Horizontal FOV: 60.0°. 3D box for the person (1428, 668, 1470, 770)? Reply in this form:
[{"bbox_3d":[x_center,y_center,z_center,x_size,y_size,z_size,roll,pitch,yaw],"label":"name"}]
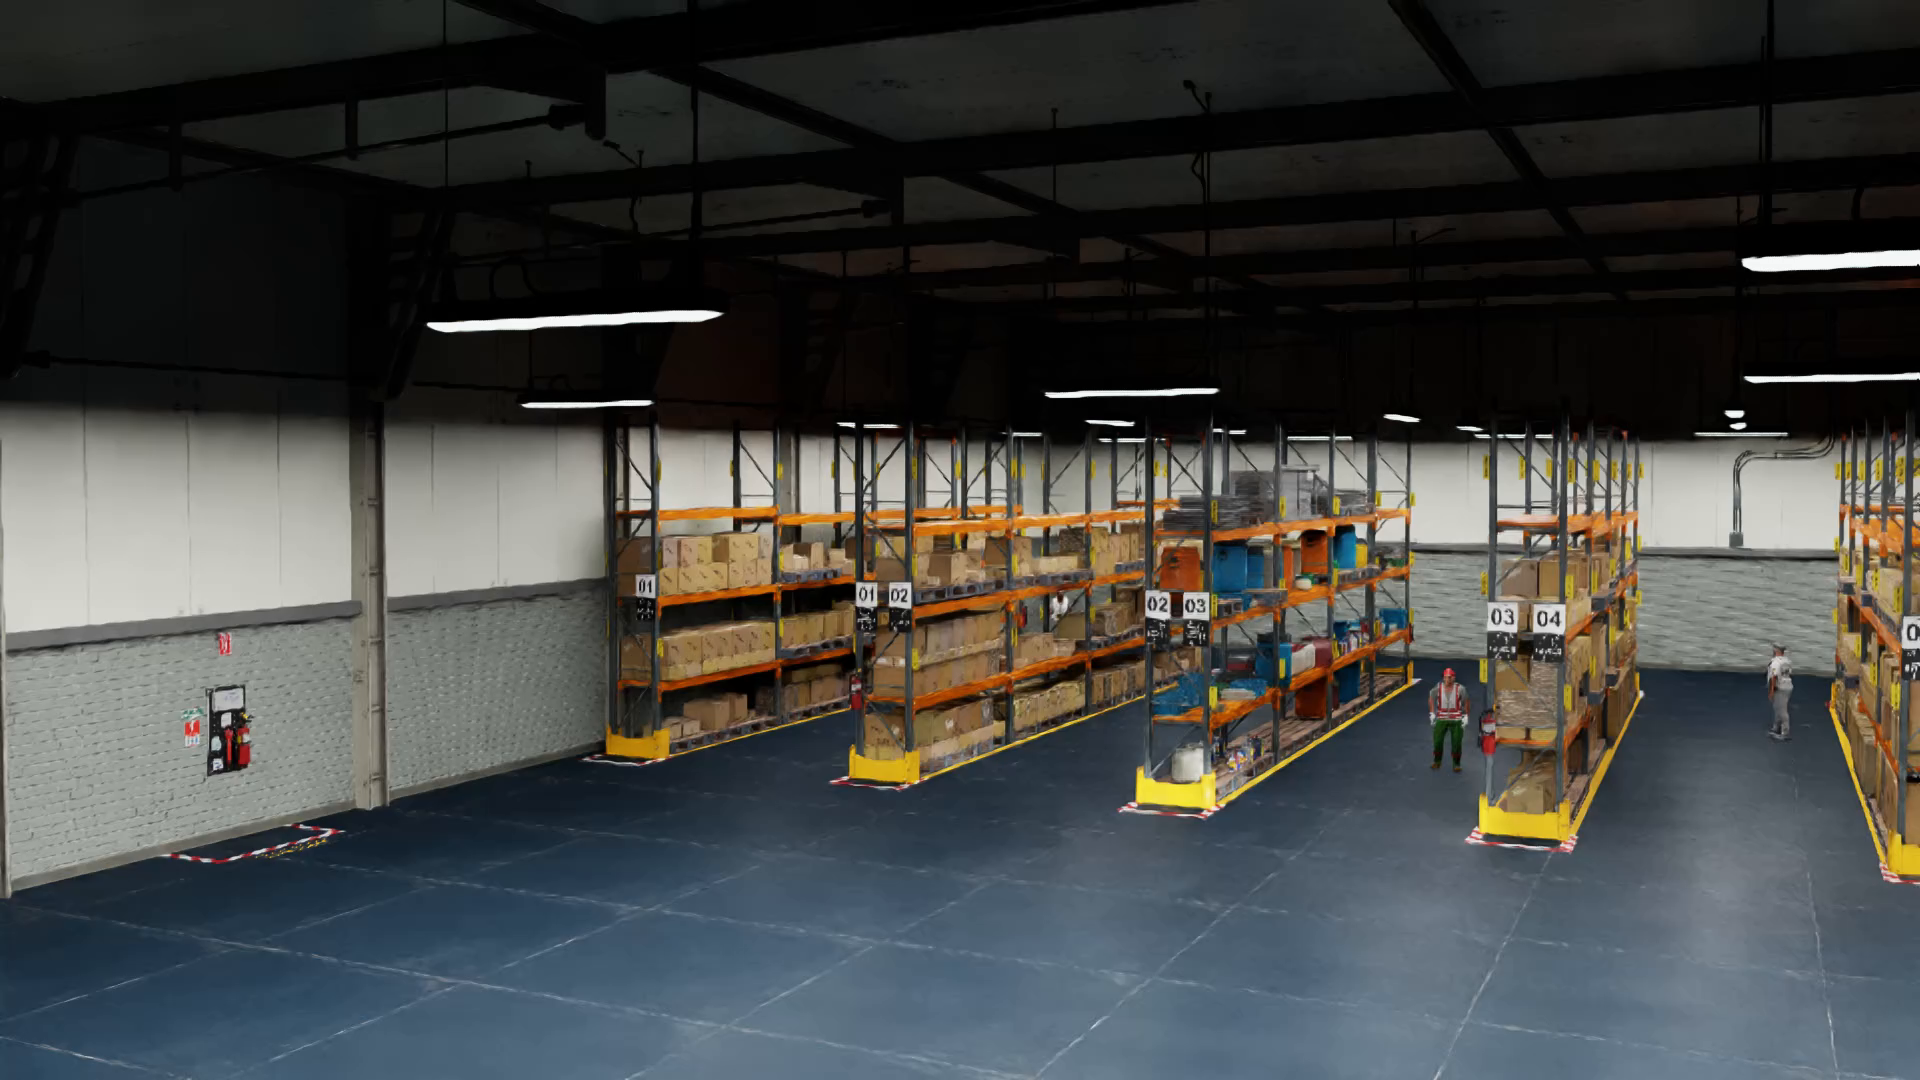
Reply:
[{"bbox_3d":[8.127,2.976,27.655,0.677,1.741,0.552,1,3,24],"label":"person"}]

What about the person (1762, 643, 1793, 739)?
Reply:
[{"bbox_3d":[15.303,2.804,31.126,0.675,1.743,0.596,-2,3,-45],"label":"person"}]

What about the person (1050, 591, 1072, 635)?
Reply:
[{"bbox_3d":[2.802,2.195,46.248,0.692,1.724,0.846,0,2,7],"label":"person"}]

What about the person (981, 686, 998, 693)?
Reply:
[{"bbox_3d":[0.617,2.688,35.879,0.639,1.627,0.512,1,3,23],"label":"person"}]
